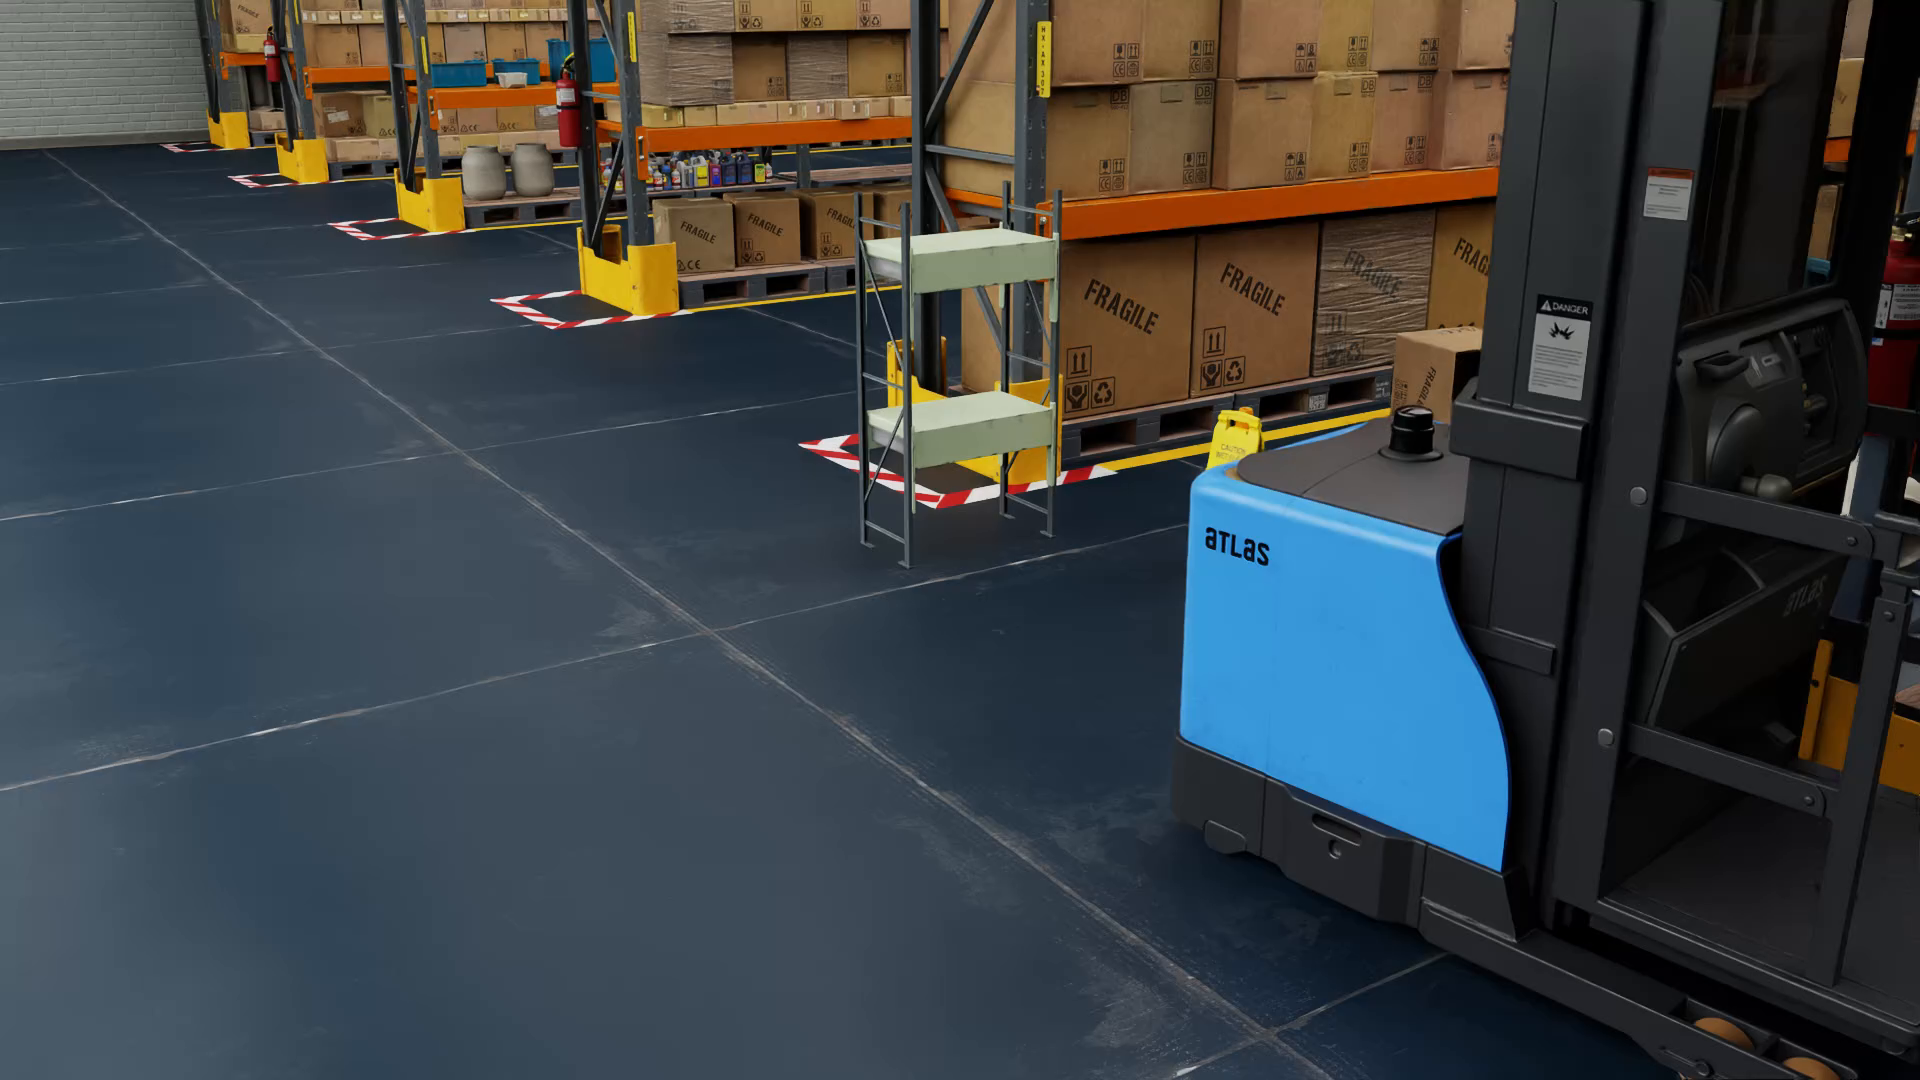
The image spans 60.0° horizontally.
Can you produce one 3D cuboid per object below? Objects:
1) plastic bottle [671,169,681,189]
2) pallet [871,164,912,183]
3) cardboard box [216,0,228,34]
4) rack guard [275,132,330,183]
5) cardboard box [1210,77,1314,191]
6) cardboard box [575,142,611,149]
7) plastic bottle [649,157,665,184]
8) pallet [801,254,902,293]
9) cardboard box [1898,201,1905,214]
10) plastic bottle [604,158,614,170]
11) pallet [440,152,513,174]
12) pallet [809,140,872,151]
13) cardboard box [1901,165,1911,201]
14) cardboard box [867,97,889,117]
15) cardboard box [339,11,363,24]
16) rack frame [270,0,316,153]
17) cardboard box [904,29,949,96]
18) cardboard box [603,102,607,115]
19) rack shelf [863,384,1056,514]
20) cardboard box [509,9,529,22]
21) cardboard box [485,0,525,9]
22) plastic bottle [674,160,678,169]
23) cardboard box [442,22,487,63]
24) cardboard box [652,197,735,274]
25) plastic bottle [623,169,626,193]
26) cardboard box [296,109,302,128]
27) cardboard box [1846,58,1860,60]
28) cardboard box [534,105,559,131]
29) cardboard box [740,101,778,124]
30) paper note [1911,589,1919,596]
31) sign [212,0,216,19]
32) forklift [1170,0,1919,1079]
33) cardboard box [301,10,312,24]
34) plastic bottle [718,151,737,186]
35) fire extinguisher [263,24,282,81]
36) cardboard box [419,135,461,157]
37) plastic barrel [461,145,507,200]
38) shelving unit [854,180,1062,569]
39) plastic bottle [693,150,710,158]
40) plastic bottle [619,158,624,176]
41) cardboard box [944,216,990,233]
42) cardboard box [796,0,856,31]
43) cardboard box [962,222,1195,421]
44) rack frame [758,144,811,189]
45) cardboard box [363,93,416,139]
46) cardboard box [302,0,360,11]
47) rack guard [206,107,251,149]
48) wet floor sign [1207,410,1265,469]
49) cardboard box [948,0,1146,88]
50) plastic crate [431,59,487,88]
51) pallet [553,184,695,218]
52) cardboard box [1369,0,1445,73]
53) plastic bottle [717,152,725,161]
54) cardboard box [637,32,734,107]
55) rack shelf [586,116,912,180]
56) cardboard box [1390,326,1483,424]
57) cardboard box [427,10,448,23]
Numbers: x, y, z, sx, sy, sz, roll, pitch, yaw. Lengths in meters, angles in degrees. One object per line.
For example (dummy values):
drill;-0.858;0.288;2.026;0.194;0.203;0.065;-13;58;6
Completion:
plastic bottle;-2.981;-3.787;17.444;0.097;0.201;0.097;0;19;0
pallet;-0.295;-4.285;19.589;1.213;0.211;1.003;-12;22;-31
cardboard box;-10.462;-7.620;24.132;0.500;0.500;0.500;-12;22;-32
rack guard;-8.032;-4.673;20.288;0.348;0.500;1.175;-12;22;-31
cardboard box;1.346;-2.183;8.785;0.550;0.550;0.875;-12;22;-31
cardboard box;-4.938;-5.323;21.943;0.500;0.250;0.500;-12;22;-31
plastic bottle;-3.262;-3.984;17.913;0.135;0.276;0.152;-12;22;-31
pallet;-0.787;-2.251;13.574;1.213;0.211;1.003;-12;22;-31
cardboard box;7.489;-2.347;12.752;0.500;0.500;0.500;-13;23;-34
plastic bottle;-3.713;-3.907;17.673;0.133;0.283;0.061;-12;22;-31
pallet;-6.378;-4.900;21.410;1.213;0.211;1.003;-12;22;-31
pallet;-2.039;-5.815;24.117;1.213;0.211;1.003;-12;22;-31
cardboard box;7.467;-2.703;12.632;0.500;0.250;0.500;-13;23;-34
cardboard box;-0.755;-3.397;13.001;0.250;0.149;0.380;-12;22;-31
cardboard box;-7.346;-6.275;19.954;0.250;0.149;0.380;-13;22;-33
rack frame;-8.012;-5.862;19.900;0.127;3.000;1.000;-12;22;-31
cardboard box;-0.435;-3.848;13.323;0.500;0.500;0.875;-12;22;-31
cardboard box;-5.941;-7.233;27.171;0.500;0.500;0.700;-12;22;-31
rack shelf;-0.006;-0.400;7.106;0.720;0.370;0.431;-12;22;-31
cardboard box;-5.631;-6.637;21.025;0.250;0.149;0.380;-12;22;-32
cardboard box;-5.878;-6.971;21.000;0.500;0.500;0.700;-12;22;-31
plastic bottle;-2.956;-3.882;17.598;0.133;0.283;0.061;-12;22;-31
cardboard box;-6.323;-6.261;20.926;0.500;0.500;0.700;-11;22;-30
cardboard box;-2.036;-2.332;12.706;0.500;0.500;0.500;-8;20;-21
plastic bottle;-3.406;-3.729;17.145;0.133;0.283;0.061;-11;22;-31
cardboard box;-9.636;-6.319;24.764;0.500;0.311;0.500;-10;21;-27
cardboard box;6.113;-3.085;11.530;0.500;0.500;0.500;-12;22;-31
cardboard box;-5.362;-5.593;21.571;0.500;0.500;0.500;-12;22;-31
cardboard box;-1.564;-3.207;12.441;0.250;0.149;0.380;-12;22;-31
paper note;3.855;0.206;6.589;0.142;0.019;0.148;13;23;34
sign;-10.441;-7.451;23.250;0.005;0.325;0.100;-12;22;-31
forklift;1.964;-0.308;3.580;1.130;2.935;3.031;-16;25;-40
cardboard box;-7.797;-6.335;20.130;0.250;0.149;0.380;-12;22;-32
plastic bottle;-2.489;-3.970;17.754;0.185;0.351;0.144;-13;23;-34
fire extinguisher;-8.366;-5.929;20.219;0.183;0.674;0.296;-12;22;-31
cardboard box;-6.608;-4.970;20.900;0.500;0.250;0.500;-12;22;-31
plastic barrel;-4.783;-3.693;16.714;0.421;0.512;0.421;0;19;0
shelving unit;-0.006;-0.709;7.001;0.755;1.500;0.431;-12;22;-31
plastic bottle;-2.852;-4.163;18.325;0.185;0.351;0.144;-11;22;-30
plastic bottle;-3.656;-3.957;17.831;0.135;0.276;0.152;-13;22;-33
cardboard box;-0.056;-2.768;13.997;0.500;0.500;0.500;-5;19;-14
cardboard box;-1.119;-4.072;12.424;0.500;0.500;0.500;-12;22;-31
cardboard box;0.607;-1.197;8.762;0.875;0.875;0.875;-12;22;-31
rack frame;-1.950;-5.241;18.063;0.127;3.000;1.000;-12;22;-31
cardboard box;-7.025;-5.237;20.519;0.500;0.500;0.500;-12;22;-31
cardboard box;-7.571;-6.612;19.937;0.500;0.500;0.700;-12;22;-31
rack guard;-10.676;-6.015;24.258;0.348;0.500;1.175;-12;22;-31
wet floor sign;1.142;-0.217;6.879;0.232;0.644;0.267;-17;25;-41
cardboard box;0.408;-2.505;8.049;0.550;0.550;0.875;-12;22;-31
plastic crate;-5.037;-4.634;16.501;0.616;0.251;0.499;-12;22;-31
pallet;-3.554;-3.597;17.553;1.213;0.211;1.003;-12;22;-31
cardboard box;2.169;-2.912;9.255;0.550;0.550;0.875;-12;22;-31
plastic bottle;-2.653;-4.131;18.335;0.133;0.283;0.061;-12;22;-31
cardboard box;-2.092;-3.489;12.262;0.500;0.500;0.875;-12;22;-31
rack shelf;-0.896;-3.223;13.218;4.000;0.370;1.077;-12;22;-31
cardboard box;2.686;-0.841;8.947;0.500;0.500;0.500;-8;20;-22
cardboard box;-6.491;-6.455;20.487;0.250;0.149;0.380;-12;22;-32
